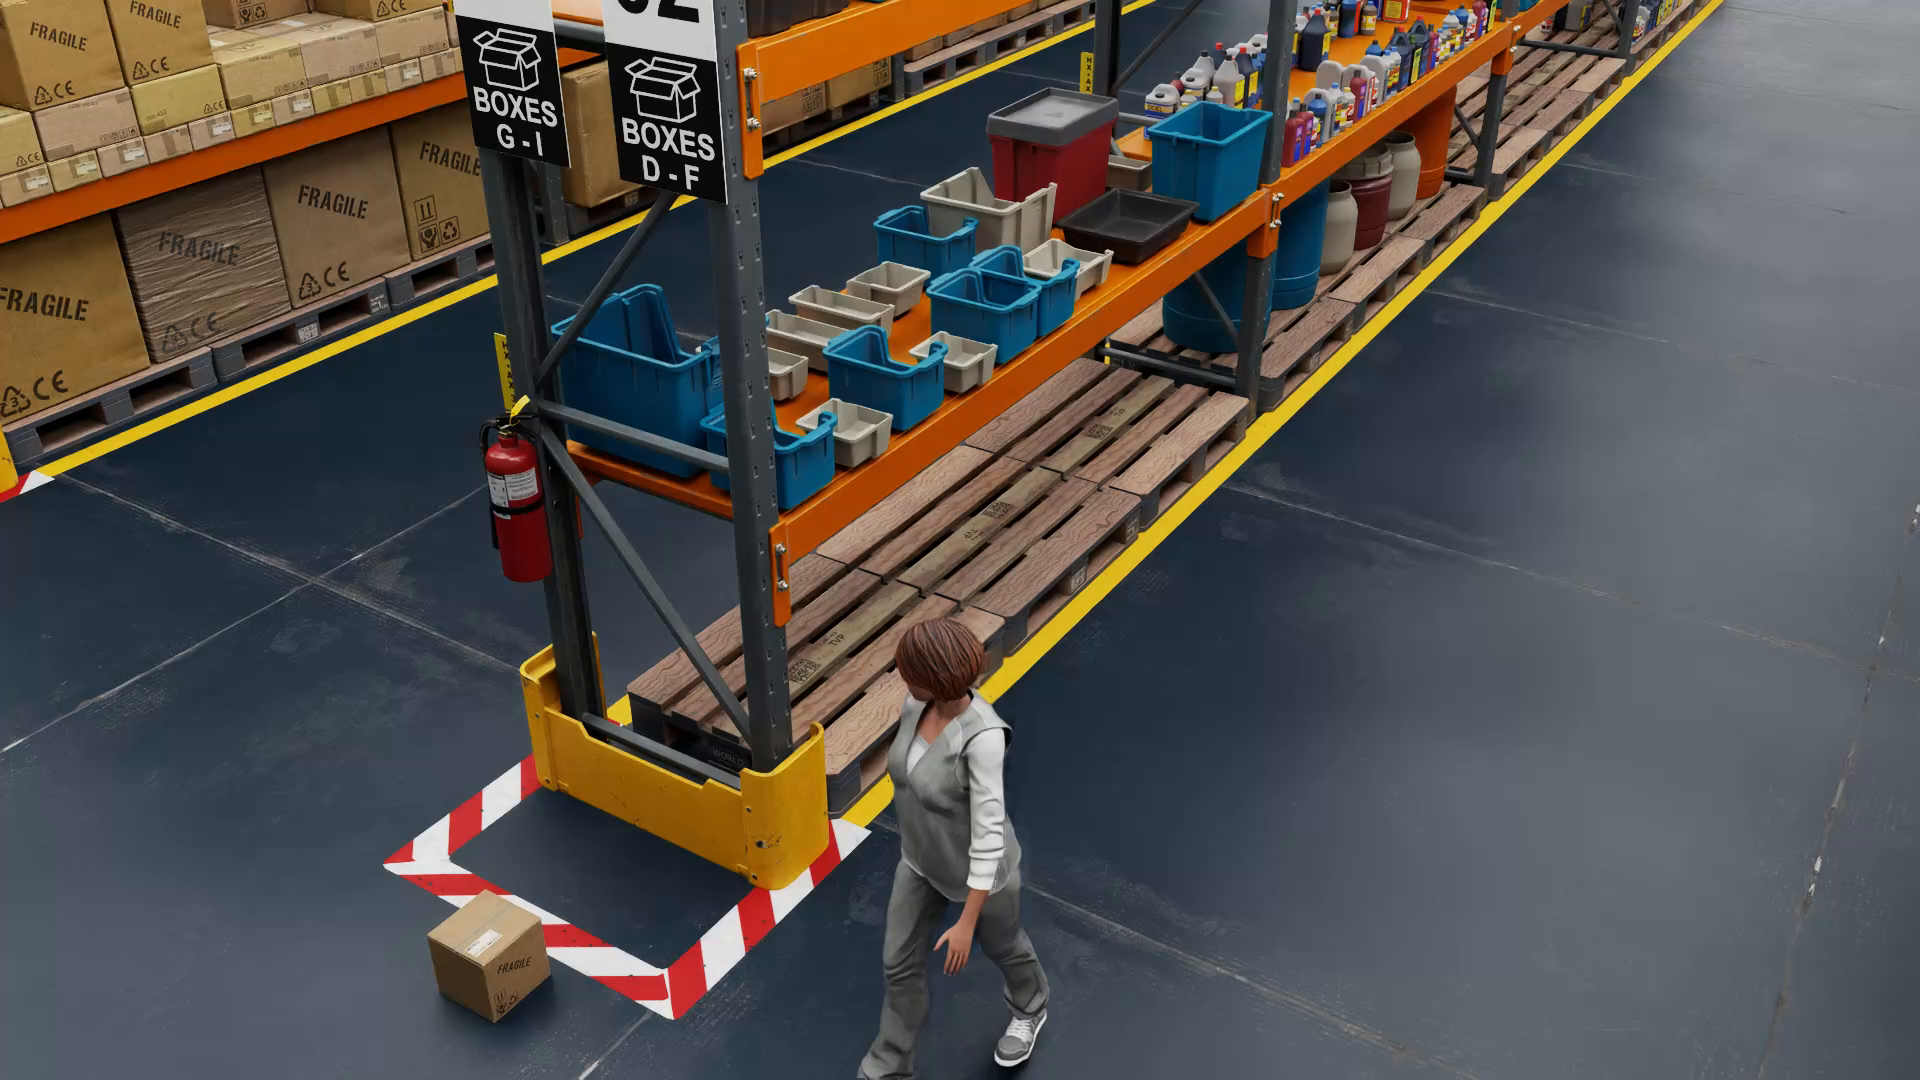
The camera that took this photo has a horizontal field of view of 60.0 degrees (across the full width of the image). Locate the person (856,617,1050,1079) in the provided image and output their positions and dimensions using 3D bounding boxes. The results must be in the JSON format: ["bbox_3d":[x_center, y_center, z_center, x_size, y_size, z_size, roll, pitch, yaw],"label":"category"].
[{"bbox_3d":[-0.043,0.948,4.587,0.808,1.579,0.538,-22,37,-32],"label":"person"}]
